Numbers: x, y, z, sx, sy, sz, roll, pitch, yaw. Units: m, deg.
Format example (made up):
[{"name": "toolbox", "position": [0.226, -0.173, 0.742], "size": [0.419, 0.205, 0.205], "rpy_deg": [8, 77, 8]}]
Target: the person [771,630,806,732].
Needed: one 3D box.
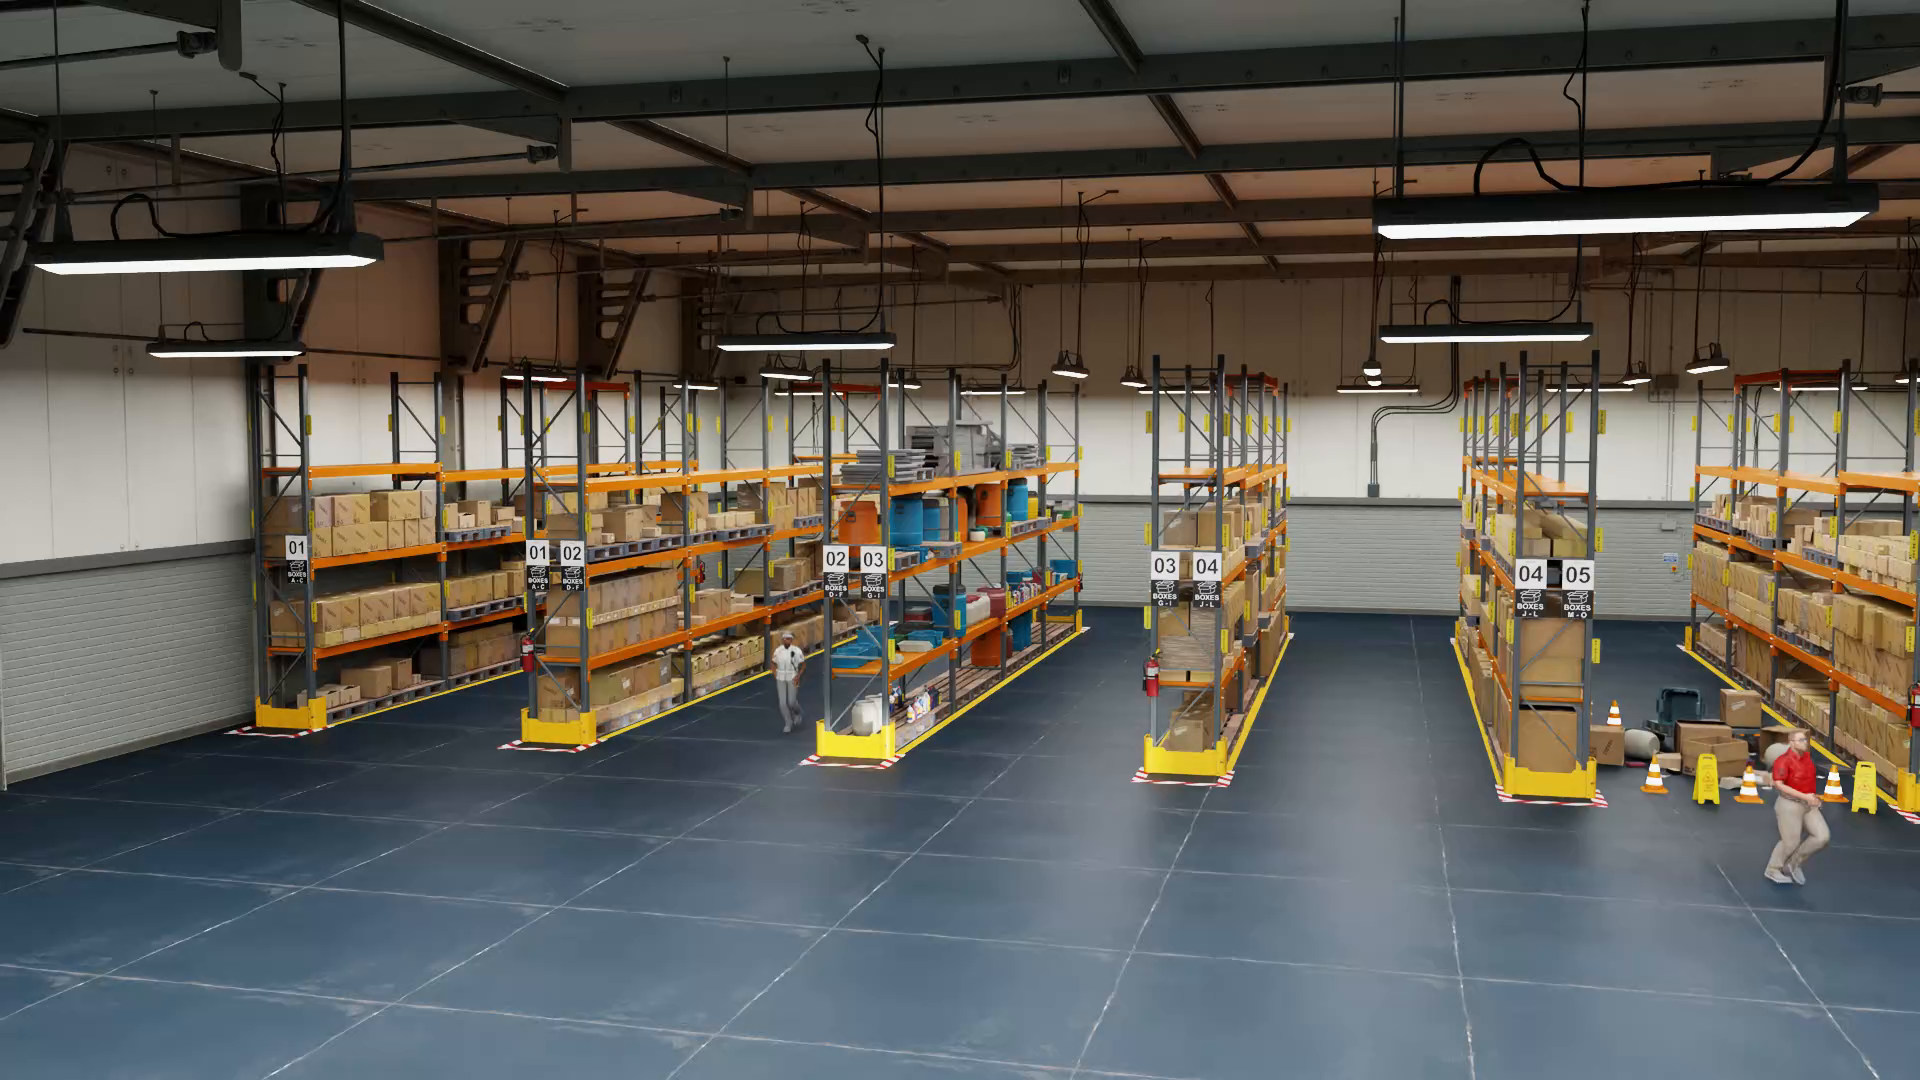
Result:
[{"name": "person", "position": [-2.828, 2.297, 27.290], "size": [0.584, 1.672, 0.537], "rpy_deg": [1, 4, 10]}]

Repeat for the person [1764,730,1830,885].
[{"name": "person", "position": [9.108, 2.910, 18.058], "size": [0.639, 1.704, 0.645], "rpy_deg": [-2, 4, -26]}]
